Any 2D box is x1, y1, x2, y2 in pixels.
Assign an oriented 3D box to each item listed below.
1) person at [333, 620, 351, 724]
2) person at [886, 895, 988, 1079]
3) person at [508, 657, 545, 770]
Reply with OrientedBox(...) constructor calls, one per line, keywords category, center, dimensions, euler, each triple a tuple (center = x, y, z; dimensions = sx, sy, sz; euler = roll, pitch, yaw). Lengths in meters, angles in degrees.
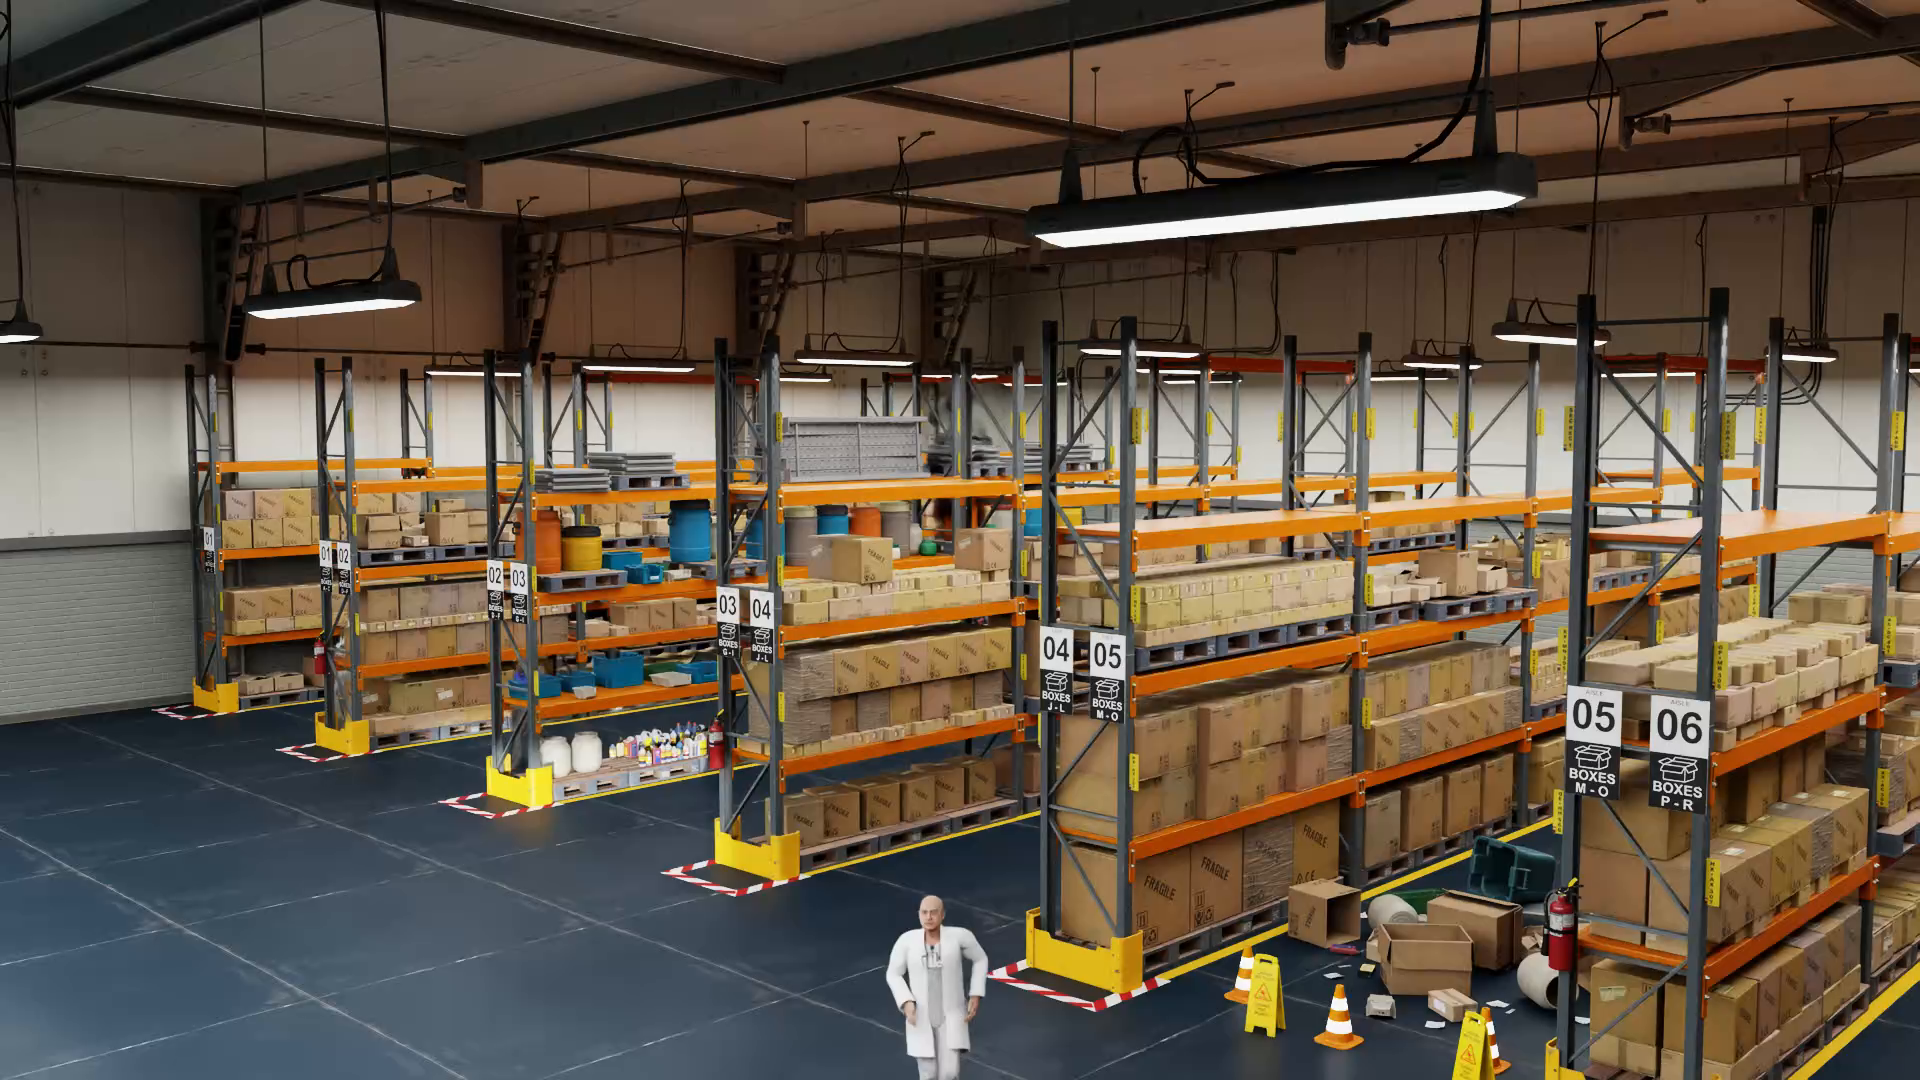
OrientedBox(category="person", center=(-10.026, 2.208, 27.160), dimensions=(0.638, 1.826, 0.767), euler=(3, 5, 36))
OrientedBox(category="person", center=(-0.170, 3.394, 11.797), dimensions=(0.721, 1.737, 0.593), euler=(0, 4, 3))
OrientedBox(category="person", center=(-6.366, 2.517, 24.381), dimensions=(0.568, 1.632, 0.865), euler=(3, 5, 31))
